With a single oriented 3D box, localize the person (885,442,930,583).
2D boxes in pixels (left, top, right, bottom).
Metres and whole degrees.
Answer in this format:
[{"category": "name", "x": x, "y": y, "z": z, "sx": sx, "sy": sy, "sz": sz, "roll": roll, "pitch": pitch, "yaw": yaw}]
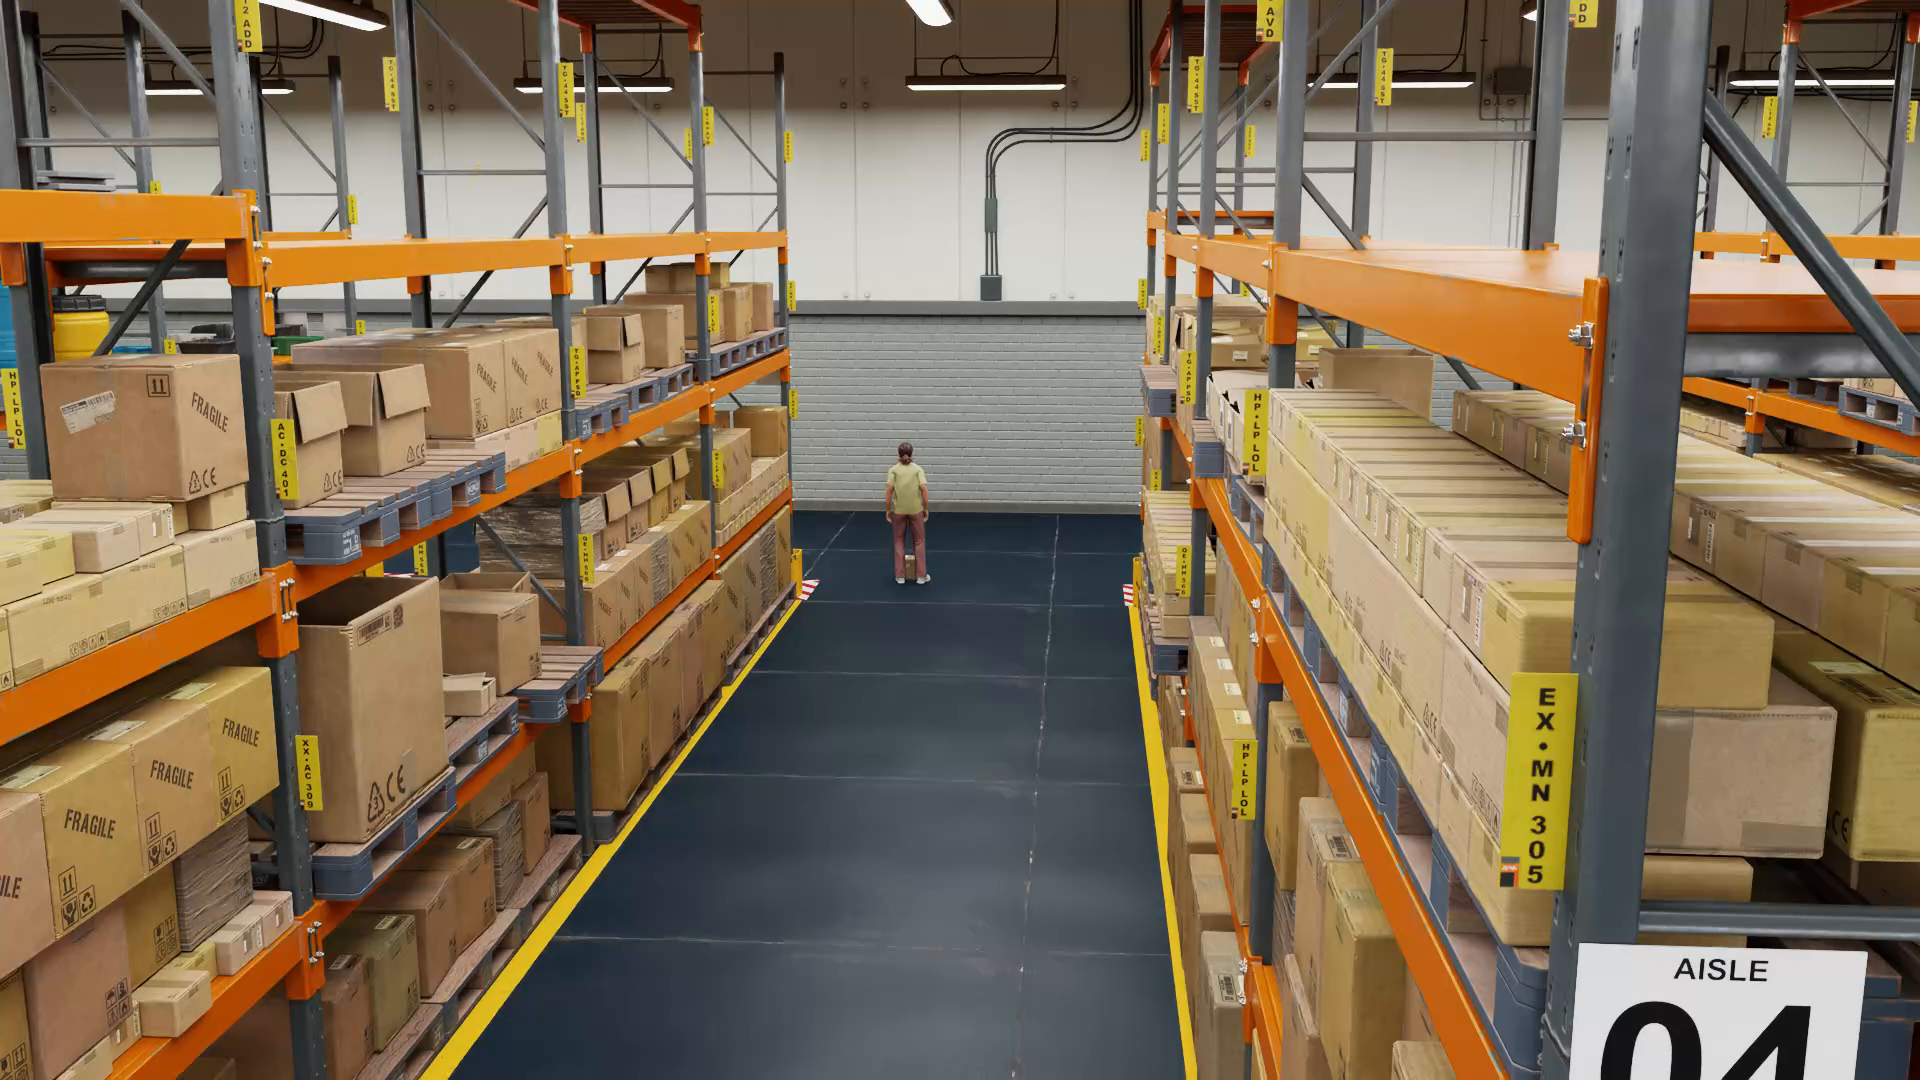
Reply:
[{"category": "person", "x": -0.616, "y": -0.320, "z": 19.613, "sx": 0.520, "sy": 1.671, "sz": 0.364, "roll": 0, "pitch": 11, "yaw": 0}]
